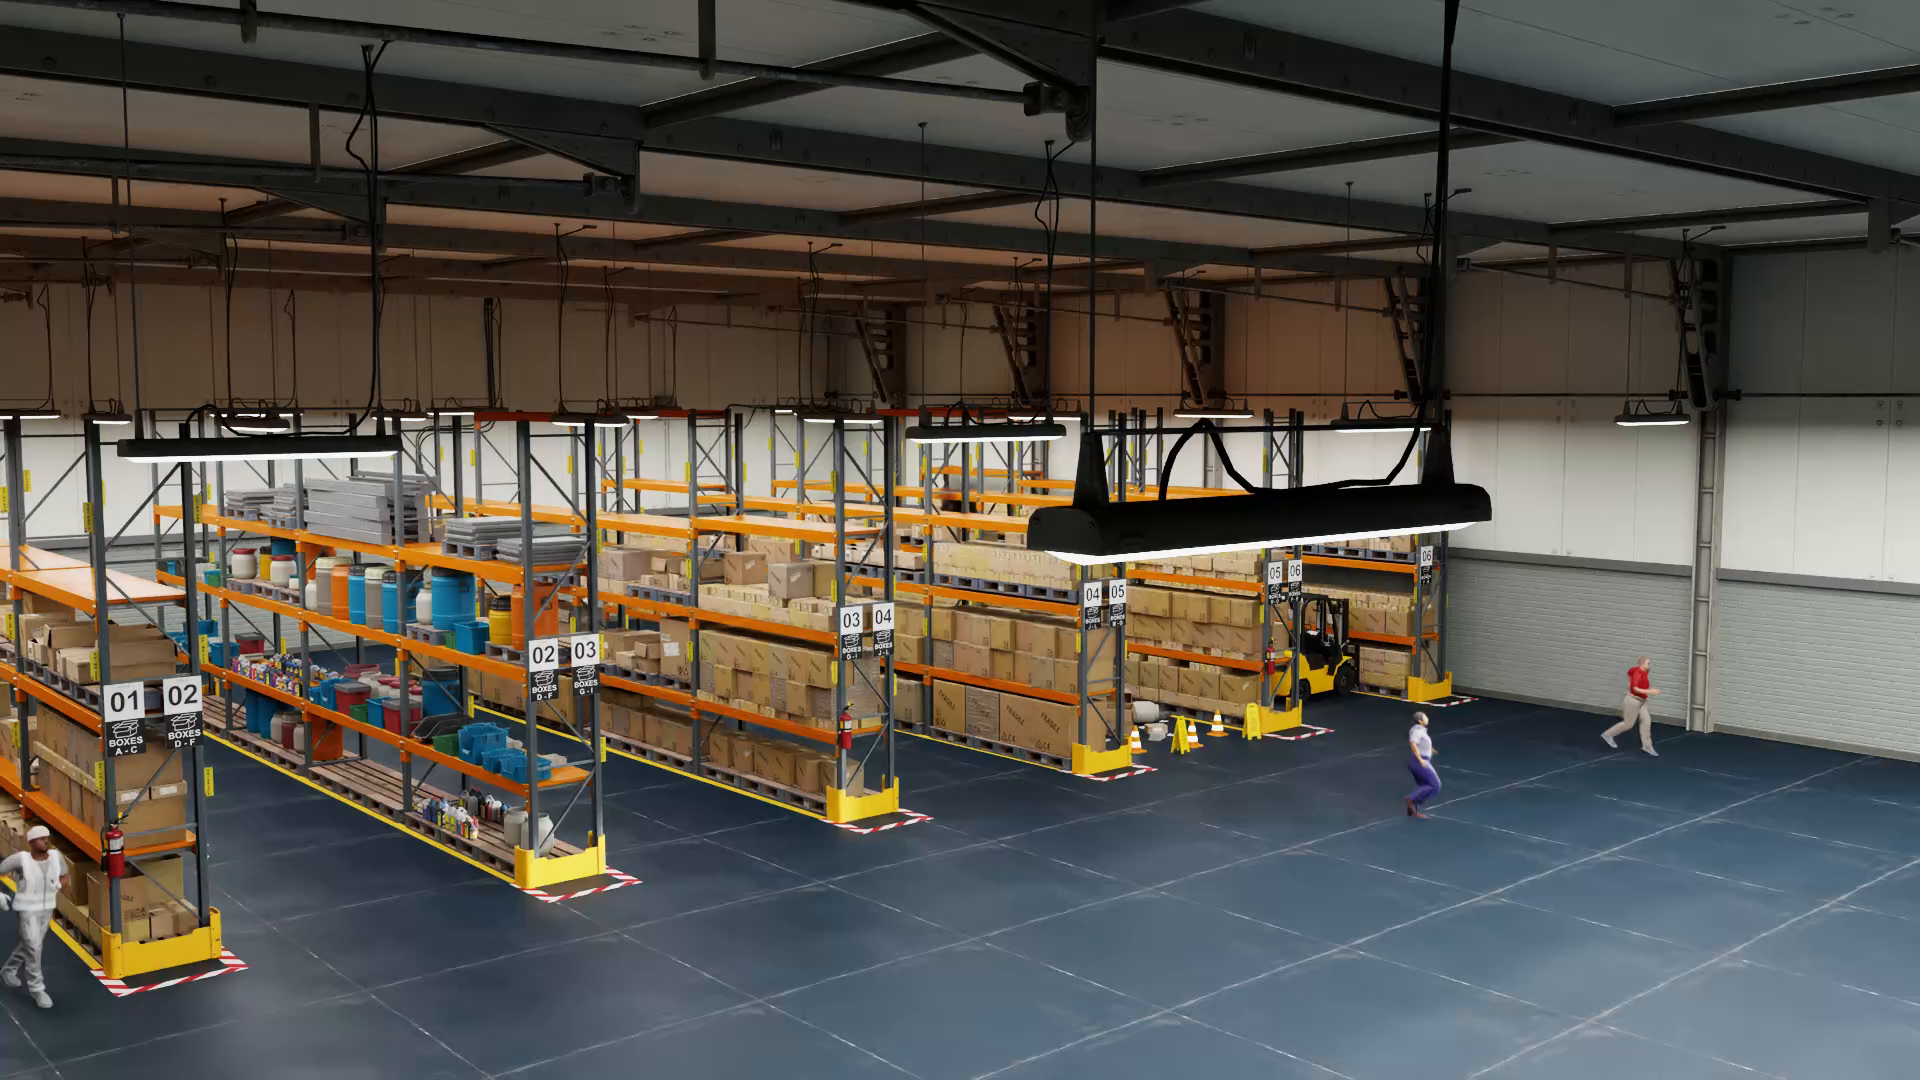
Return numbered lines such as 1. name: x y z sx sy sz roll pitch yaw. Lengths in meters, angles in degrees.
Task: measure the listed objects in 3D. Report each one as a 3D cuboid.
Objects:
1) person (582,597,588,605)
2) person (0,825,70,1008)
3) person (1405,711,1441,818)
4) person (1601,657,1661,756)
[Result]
1. person: -9.194 1.954 40.476 0.601 1.651 0.543 1 5 13
2. person: -9.726 3.906 17.527 0.924 1.798 0.719 2 6 25
3. person: 6.895 3.351 24.804 0.505 1.606 0.668 1 5 7
4. person: 11.861 2.923 29.356 0.972 1.768 0.691 3 6 31
